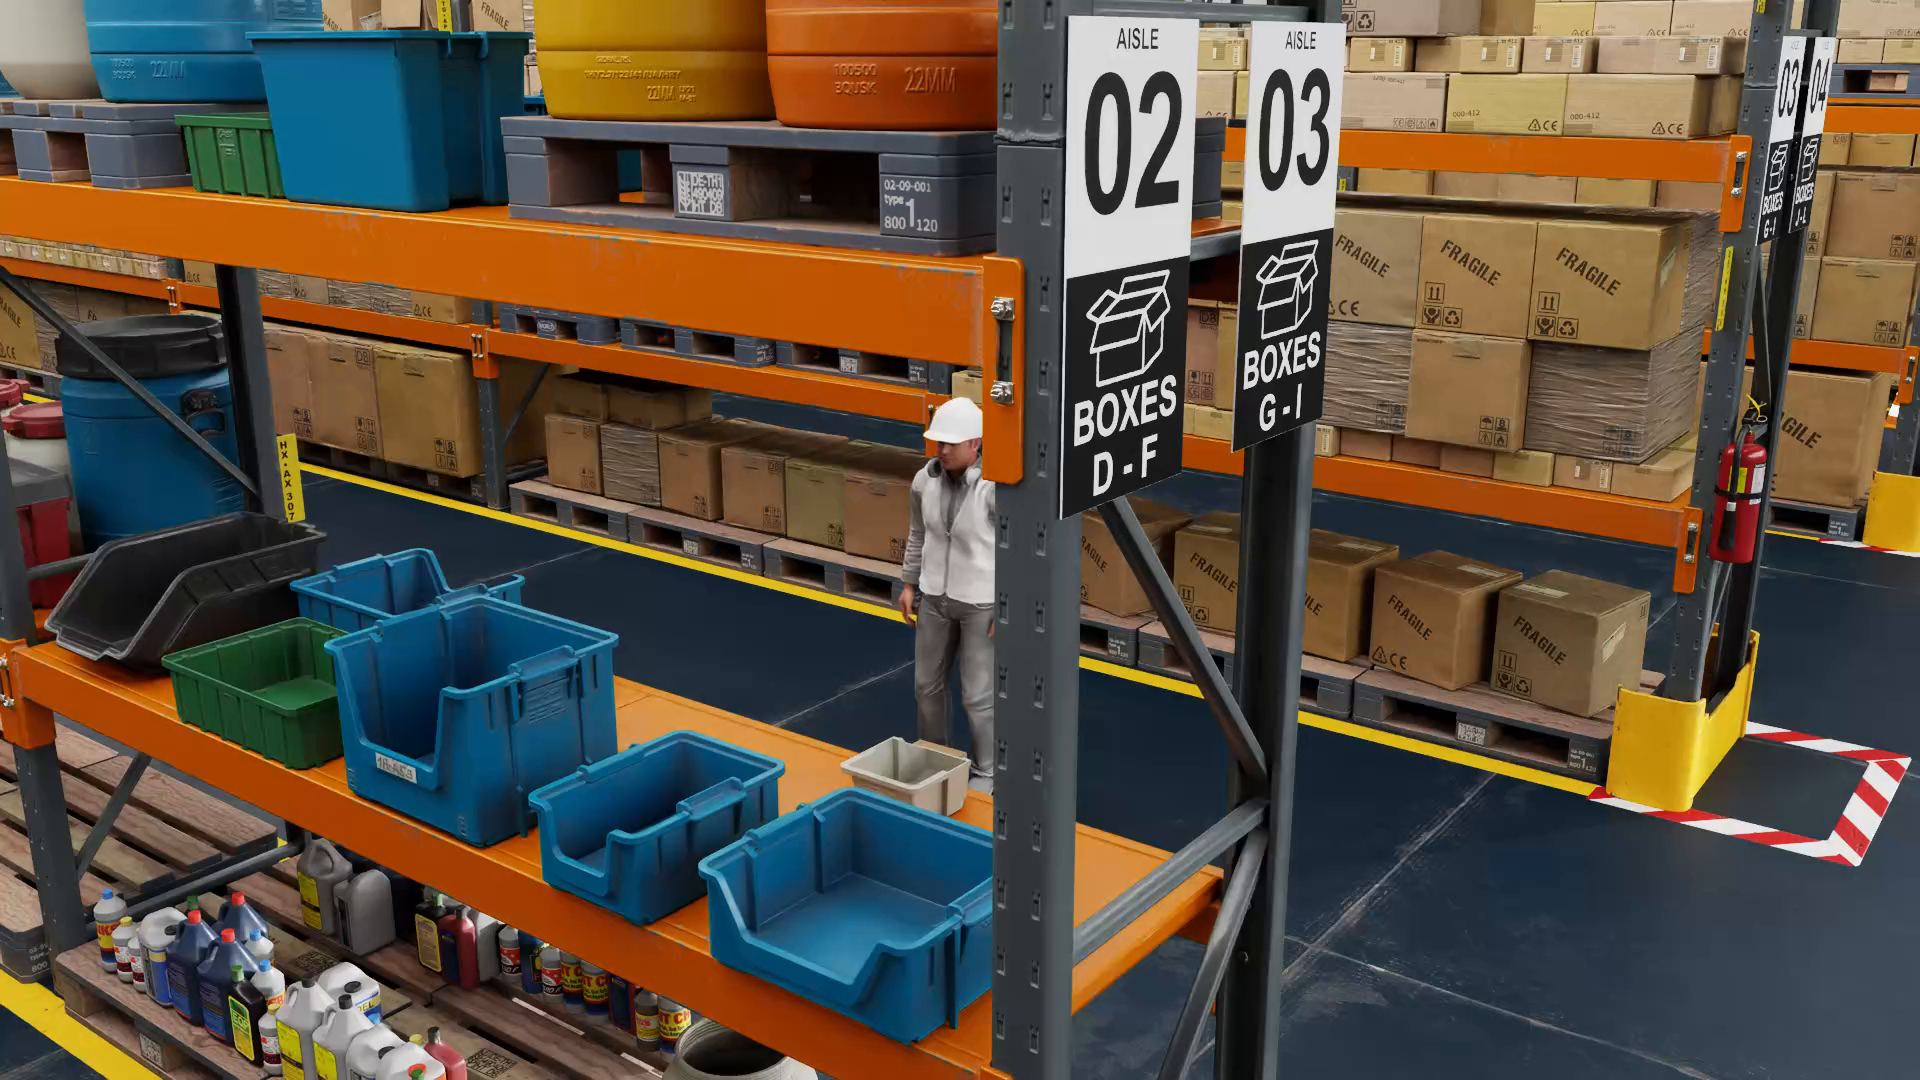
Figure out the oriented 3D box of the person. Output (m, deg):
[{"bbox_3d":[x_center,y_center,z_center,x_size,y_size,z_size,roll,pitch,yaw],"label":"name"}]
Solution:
[{"bbox_3d":[0.010,0.252,7.133,0.590,1.773,0.459,11,20,33],"label":"person"}]
